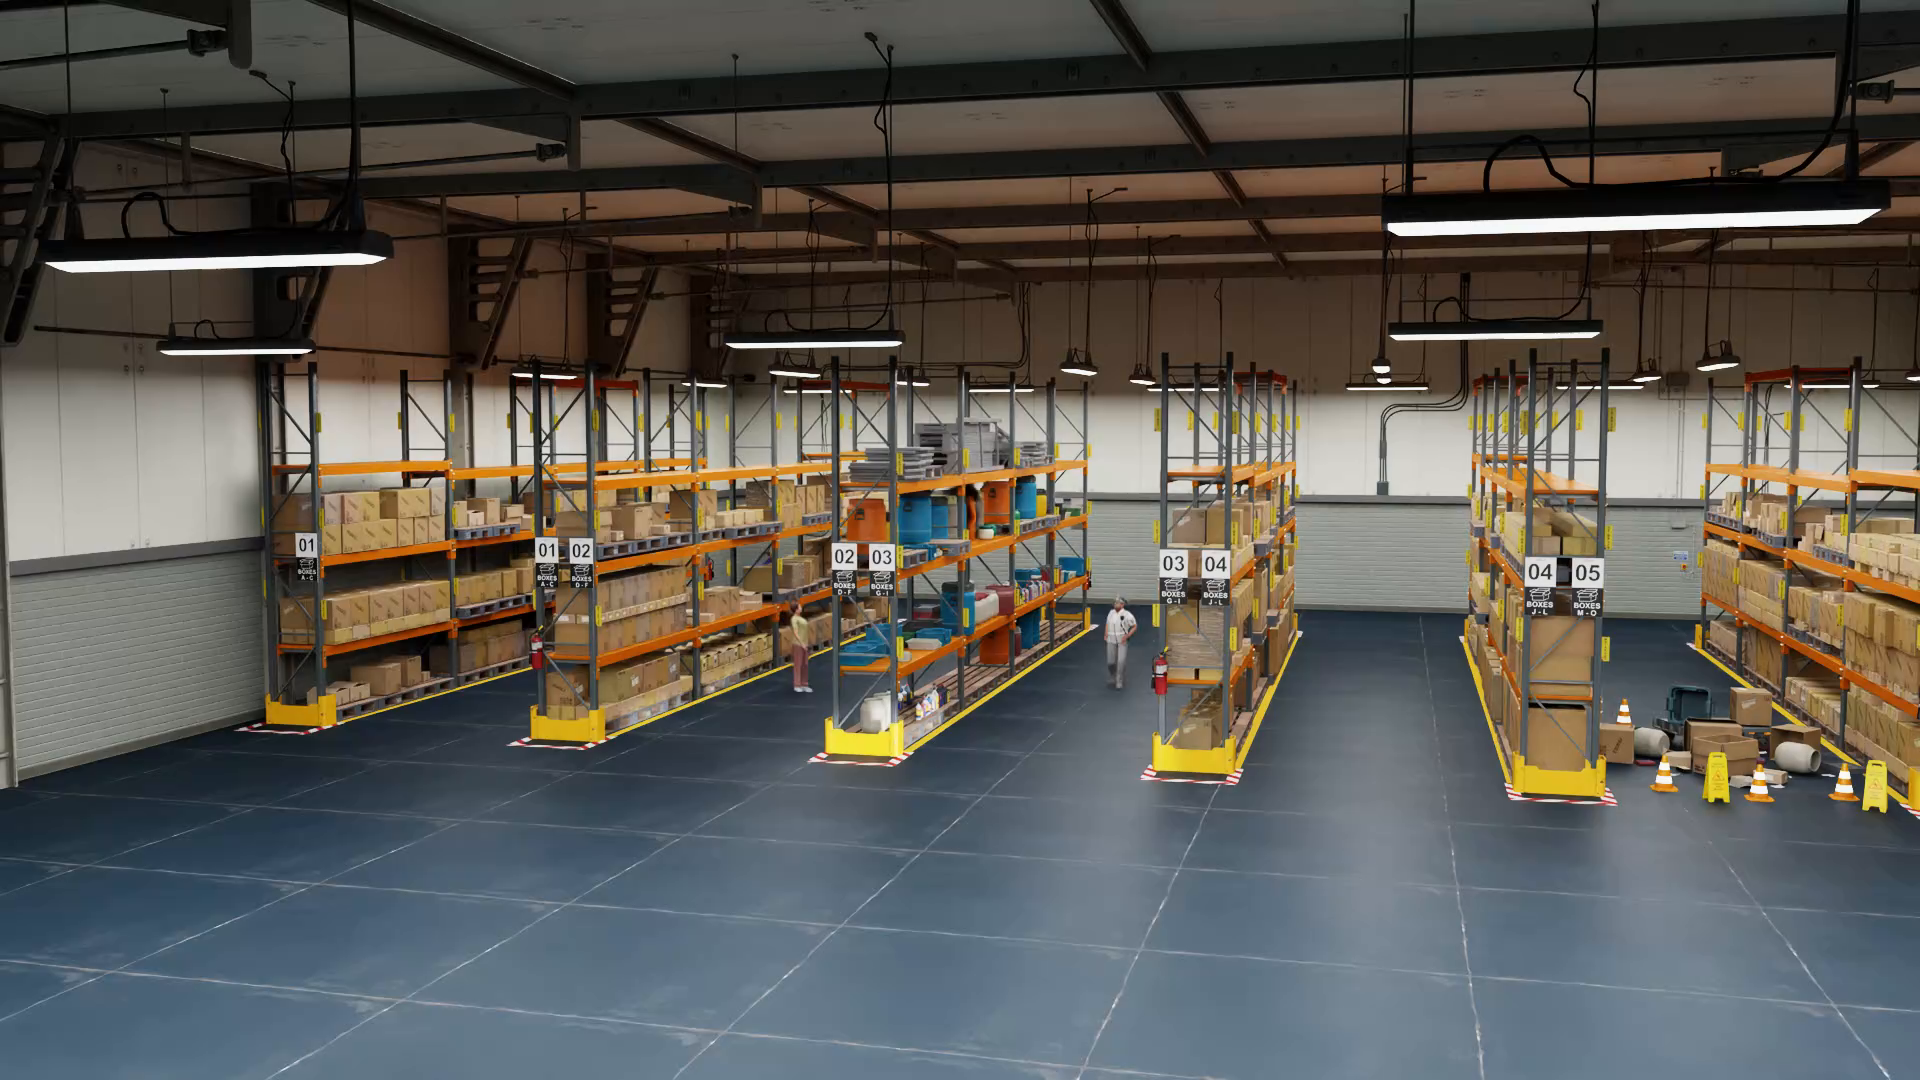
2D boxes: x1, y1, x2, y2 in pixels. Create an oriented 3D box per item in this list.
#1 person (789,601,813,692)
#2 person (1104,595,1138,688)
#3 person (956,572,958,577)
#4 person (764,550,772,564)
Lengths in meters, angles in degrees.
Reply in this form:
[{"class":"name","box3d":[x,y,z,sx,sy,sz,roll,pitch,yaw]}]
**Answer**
[{"class":"person","box3d":[-2.935,1.993,30.900,0.512,1.711,0.547,2,4,24]},{"class":"person","box3d":[3.062,1.923,31.586,0.624,1.764,0.594,1,4,9]},{"class":"person","box3d":[0.040,1.526,37.826,0.612,1.656,0.564,2,4,21]},{"class":"person","box3d":[-4.939,1.101,43.572,0.453,1.666,0.572,2,4,21]}]
